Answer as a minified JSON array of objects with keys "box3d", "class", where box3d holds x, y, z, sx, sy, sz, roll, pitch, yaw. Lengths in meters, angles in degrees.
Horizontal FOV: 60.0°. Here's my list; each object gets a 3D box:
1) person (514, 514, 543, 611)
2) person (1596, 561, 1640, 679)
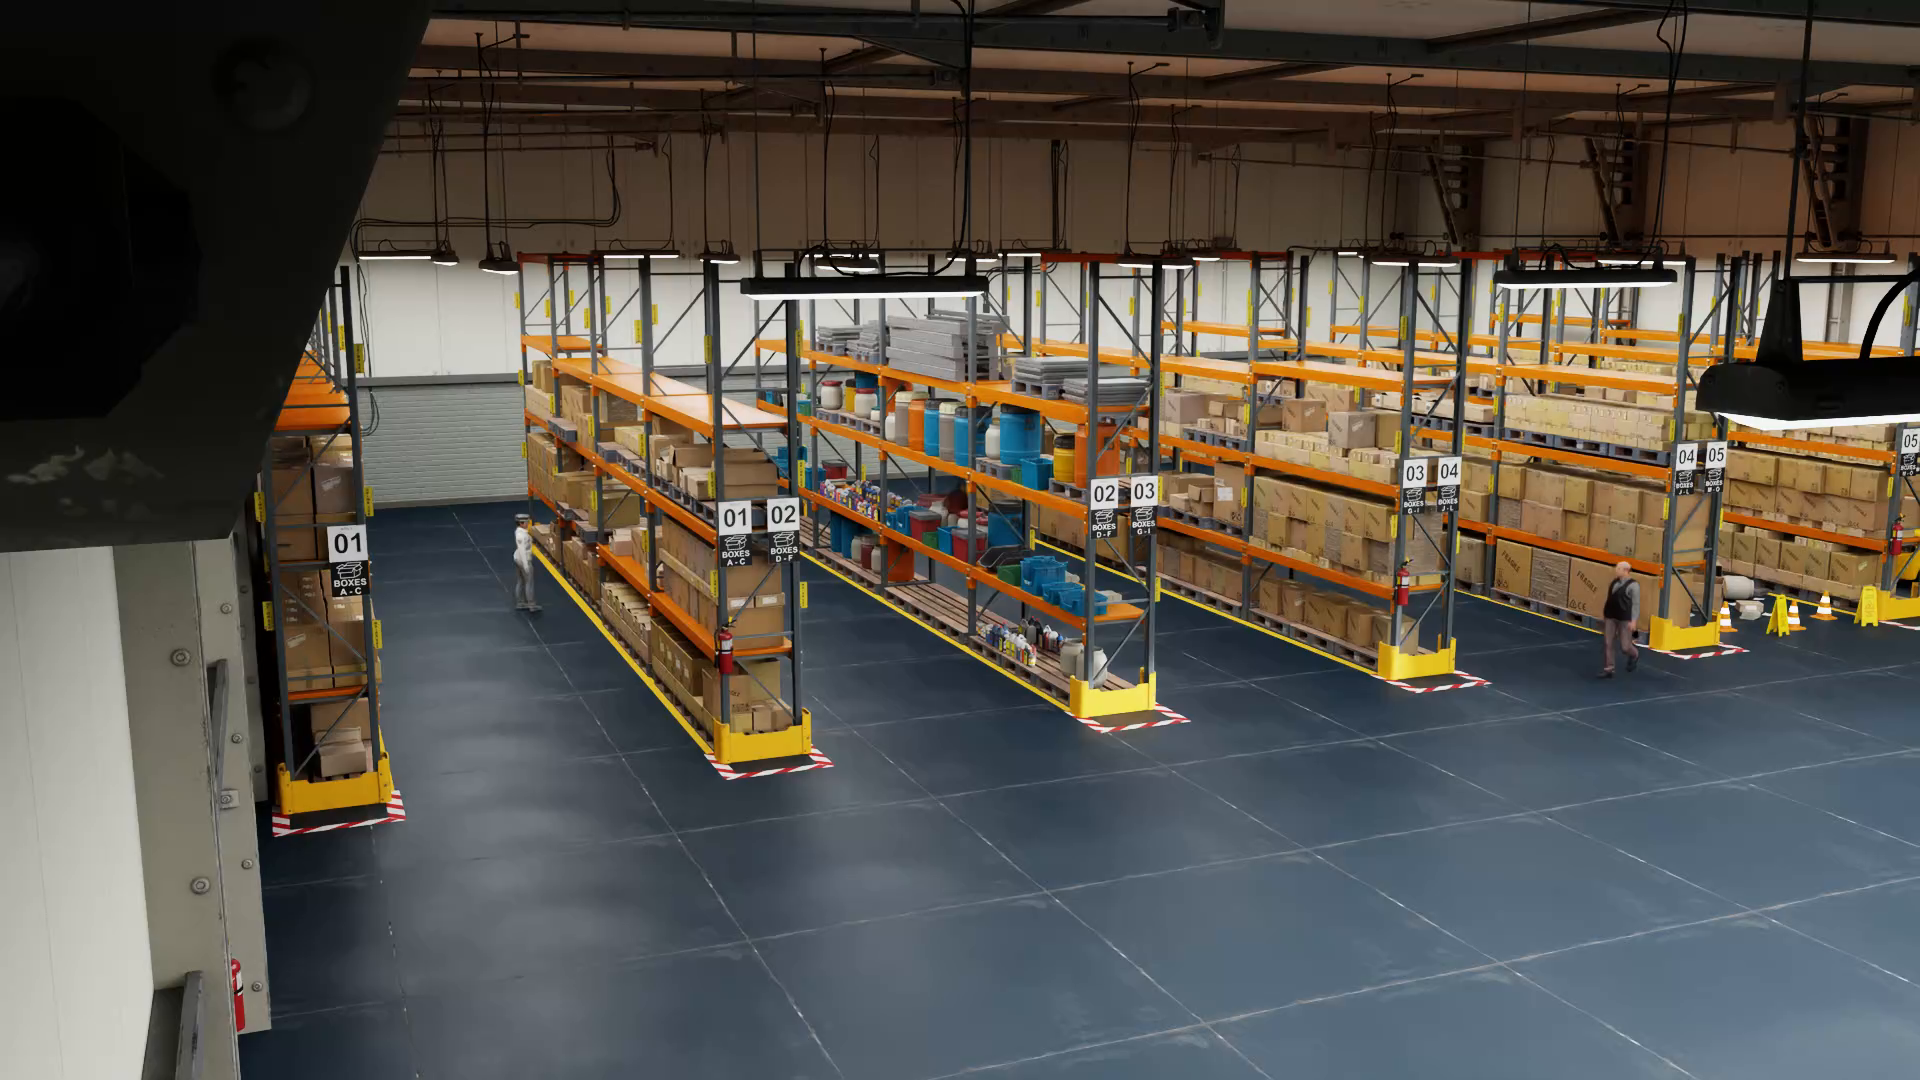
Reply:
[{"box3d":[-7.370,0.378,28.308,0.415,1.665,0.545,-5,12,-26],"class":"person"},{"box3d":[9.548,1.152,23.978,0.525,1.708,0.662,9,14,41],"class":"person"}]
